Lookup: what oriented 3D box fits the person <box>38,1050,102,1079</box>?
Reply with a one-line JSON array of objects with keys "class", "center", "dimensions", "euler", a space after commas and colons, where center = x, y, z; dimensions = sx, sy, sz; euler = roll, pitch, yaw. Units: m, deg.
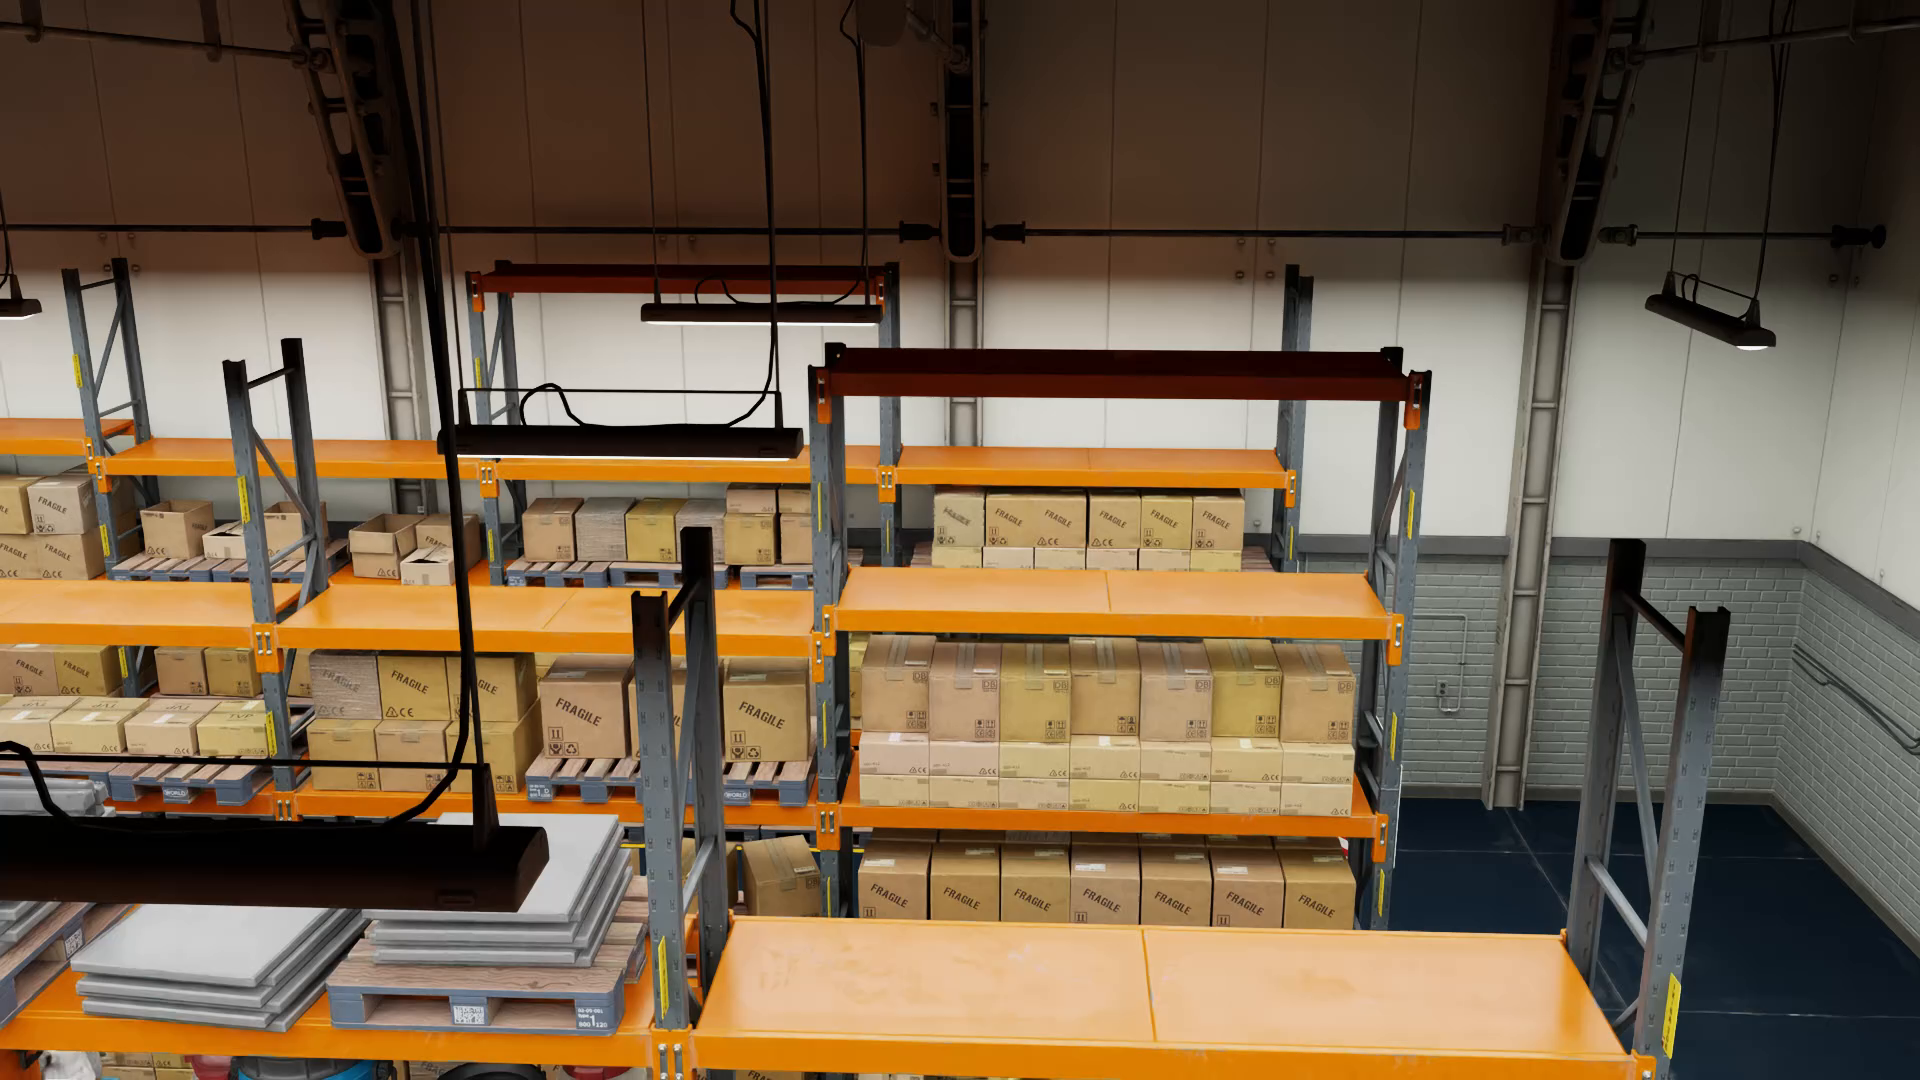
[{"class": "person", "center": [-6.427, 3.957, 11.805], "dimensions": [0.695, 1.782, 0.584], "euler": [3, 16, 12]}]
